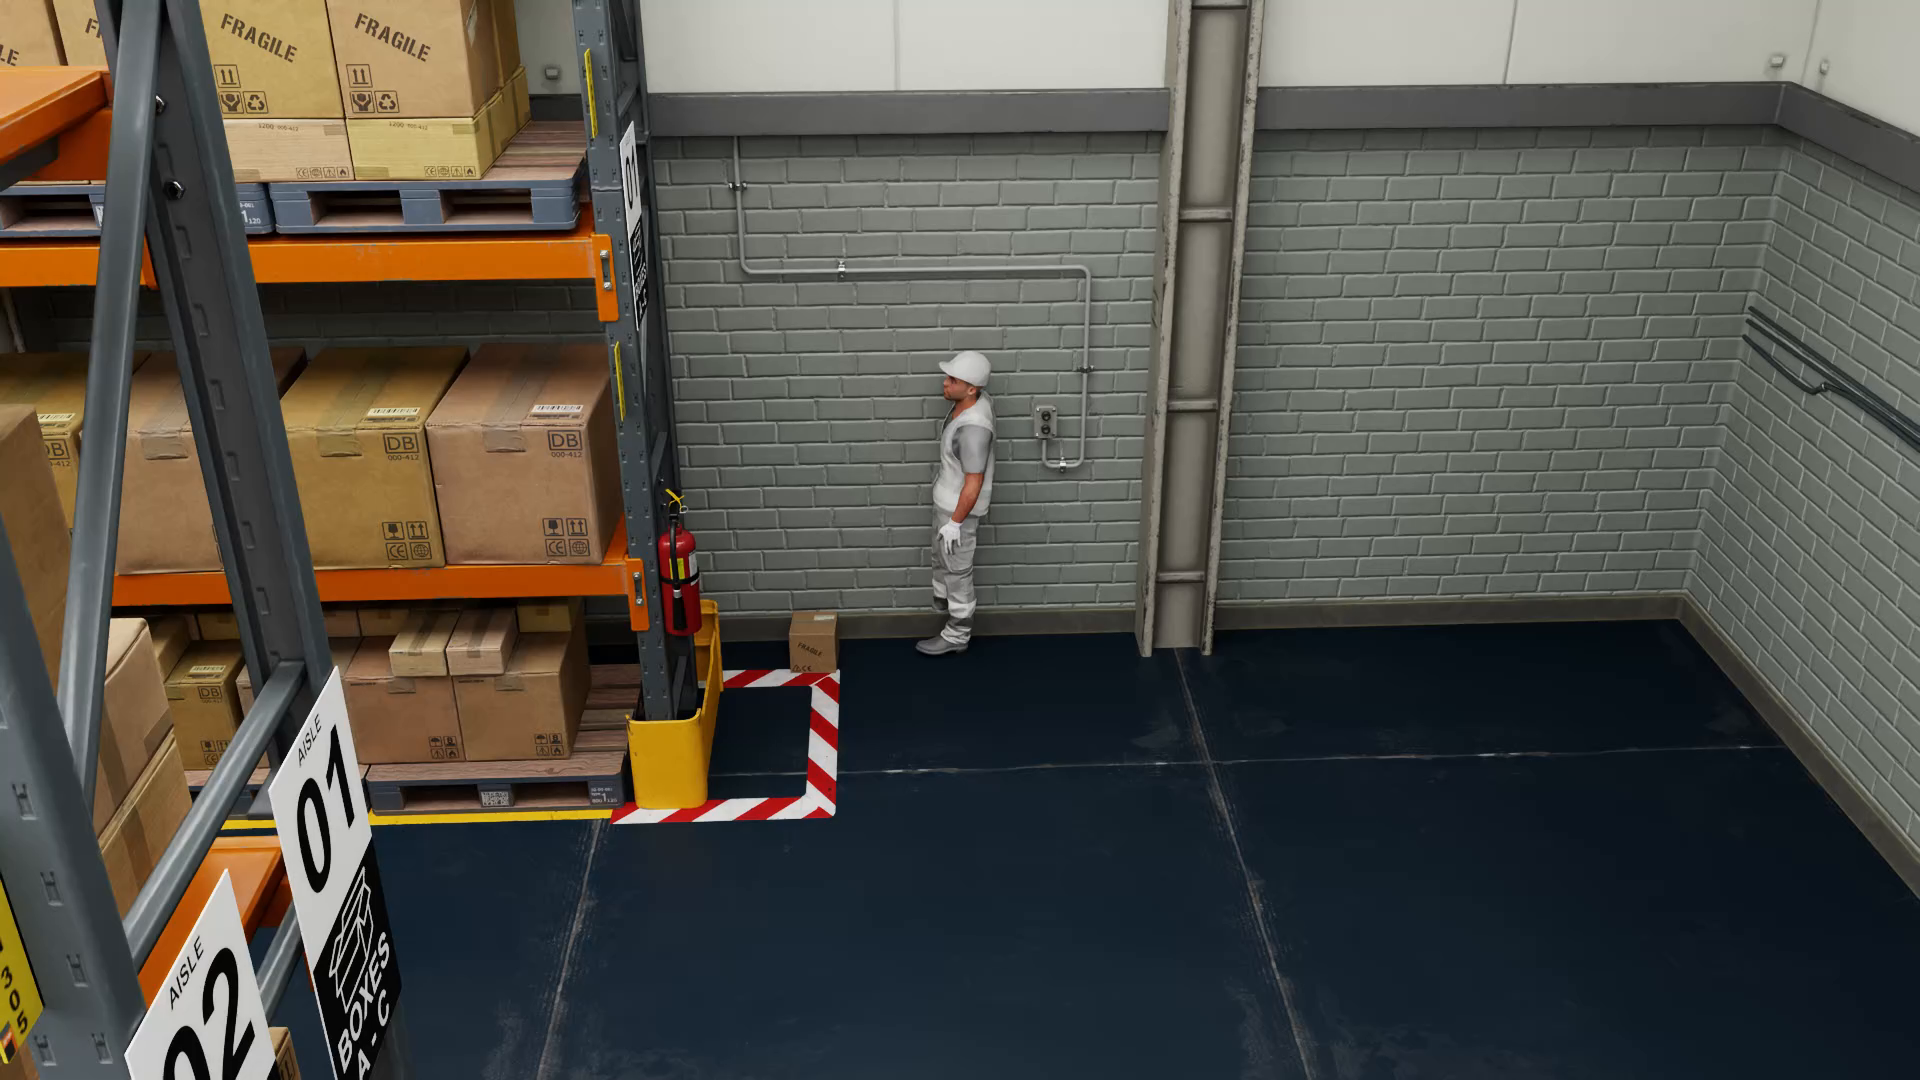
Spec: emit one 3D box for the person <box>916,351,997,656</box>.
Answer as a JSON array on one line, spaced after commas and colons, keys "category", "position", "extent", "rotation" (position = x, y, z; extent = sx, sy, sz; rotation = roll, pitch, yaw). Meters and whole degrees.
[{"category": "person", "position": [-0.086, -0.190, 8.945], "extent": [0.564, 1.783, 0.637], "rotation": [-1, 27, -2]}]
